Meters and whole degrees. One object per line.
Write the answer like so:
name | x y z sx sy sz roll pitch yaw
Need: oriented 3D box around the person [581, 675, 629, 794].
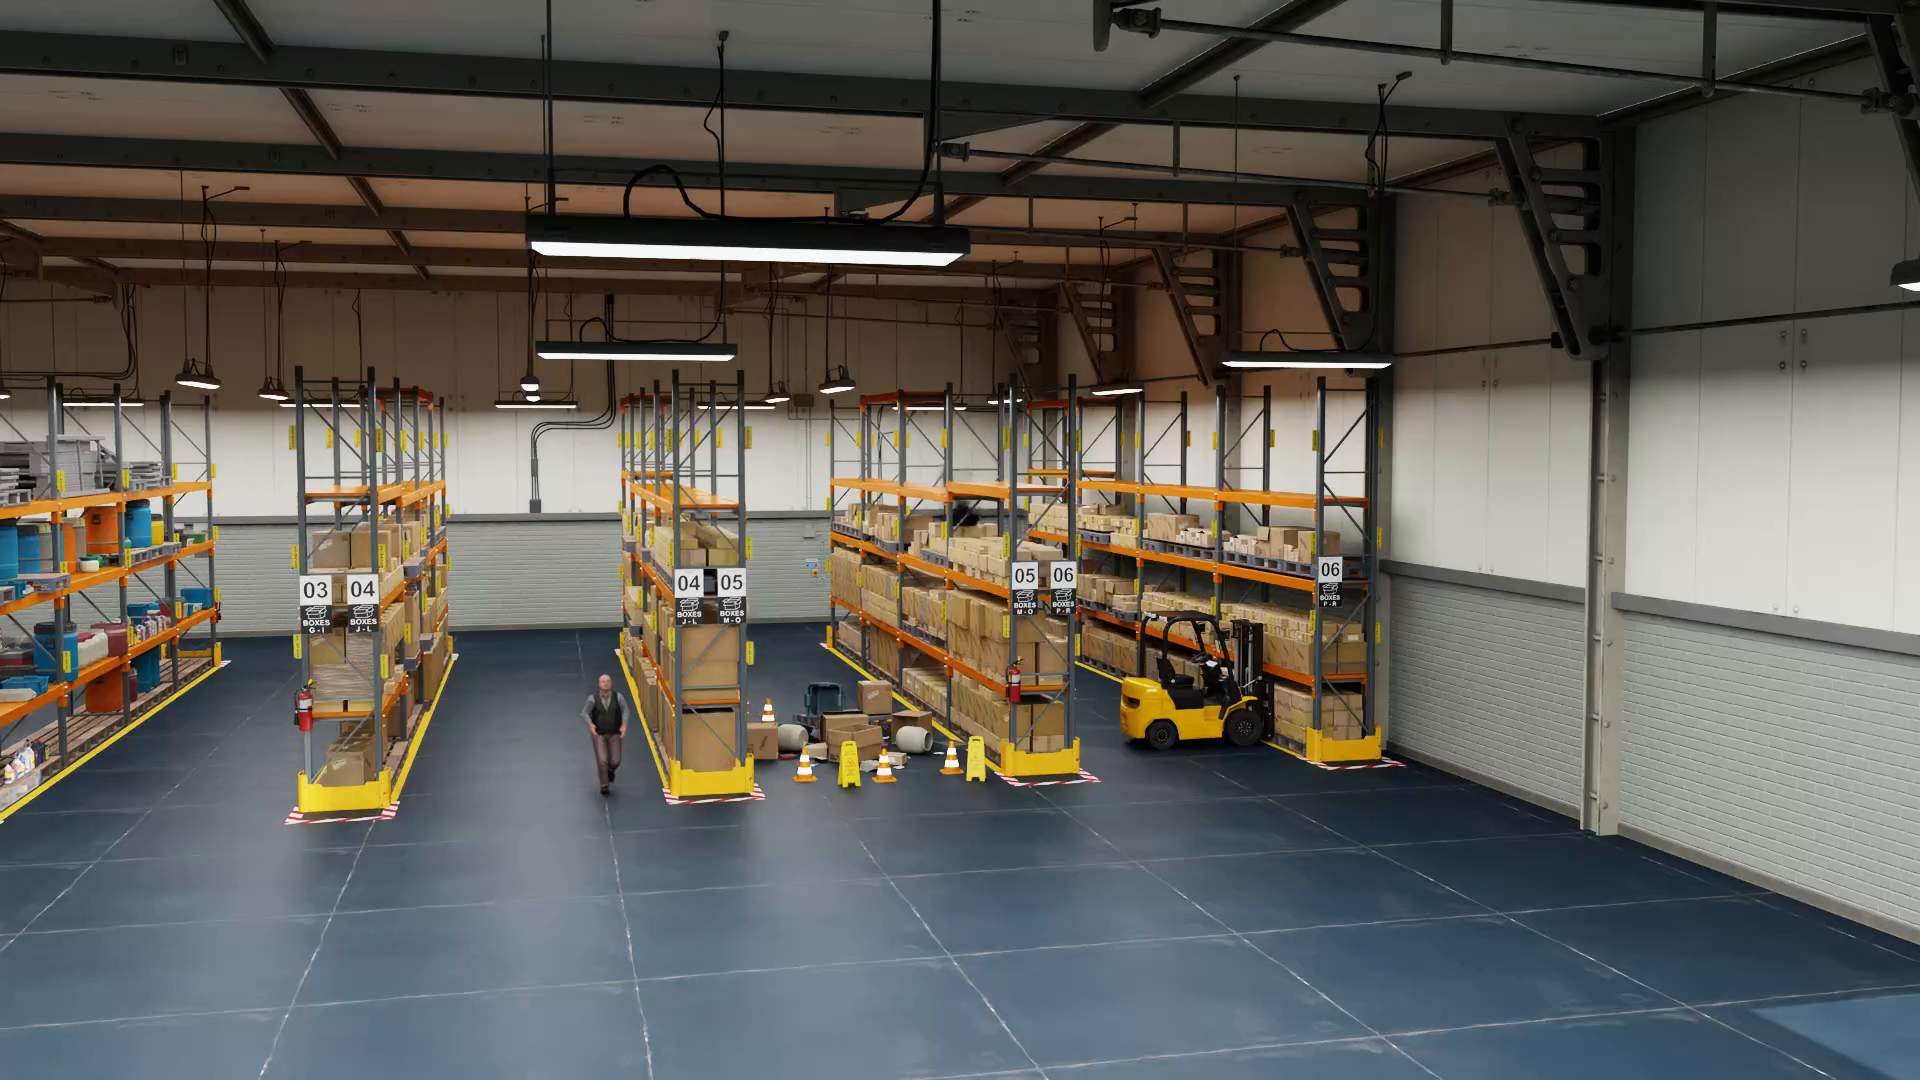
person | -5.037 2.750 23.650 0.677 1.670 0.610 -1 4 -17

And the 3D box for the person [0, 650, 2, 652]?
person | -16.974 2.454 29.050 0.577 1.620 0.562 -1 4 -18
